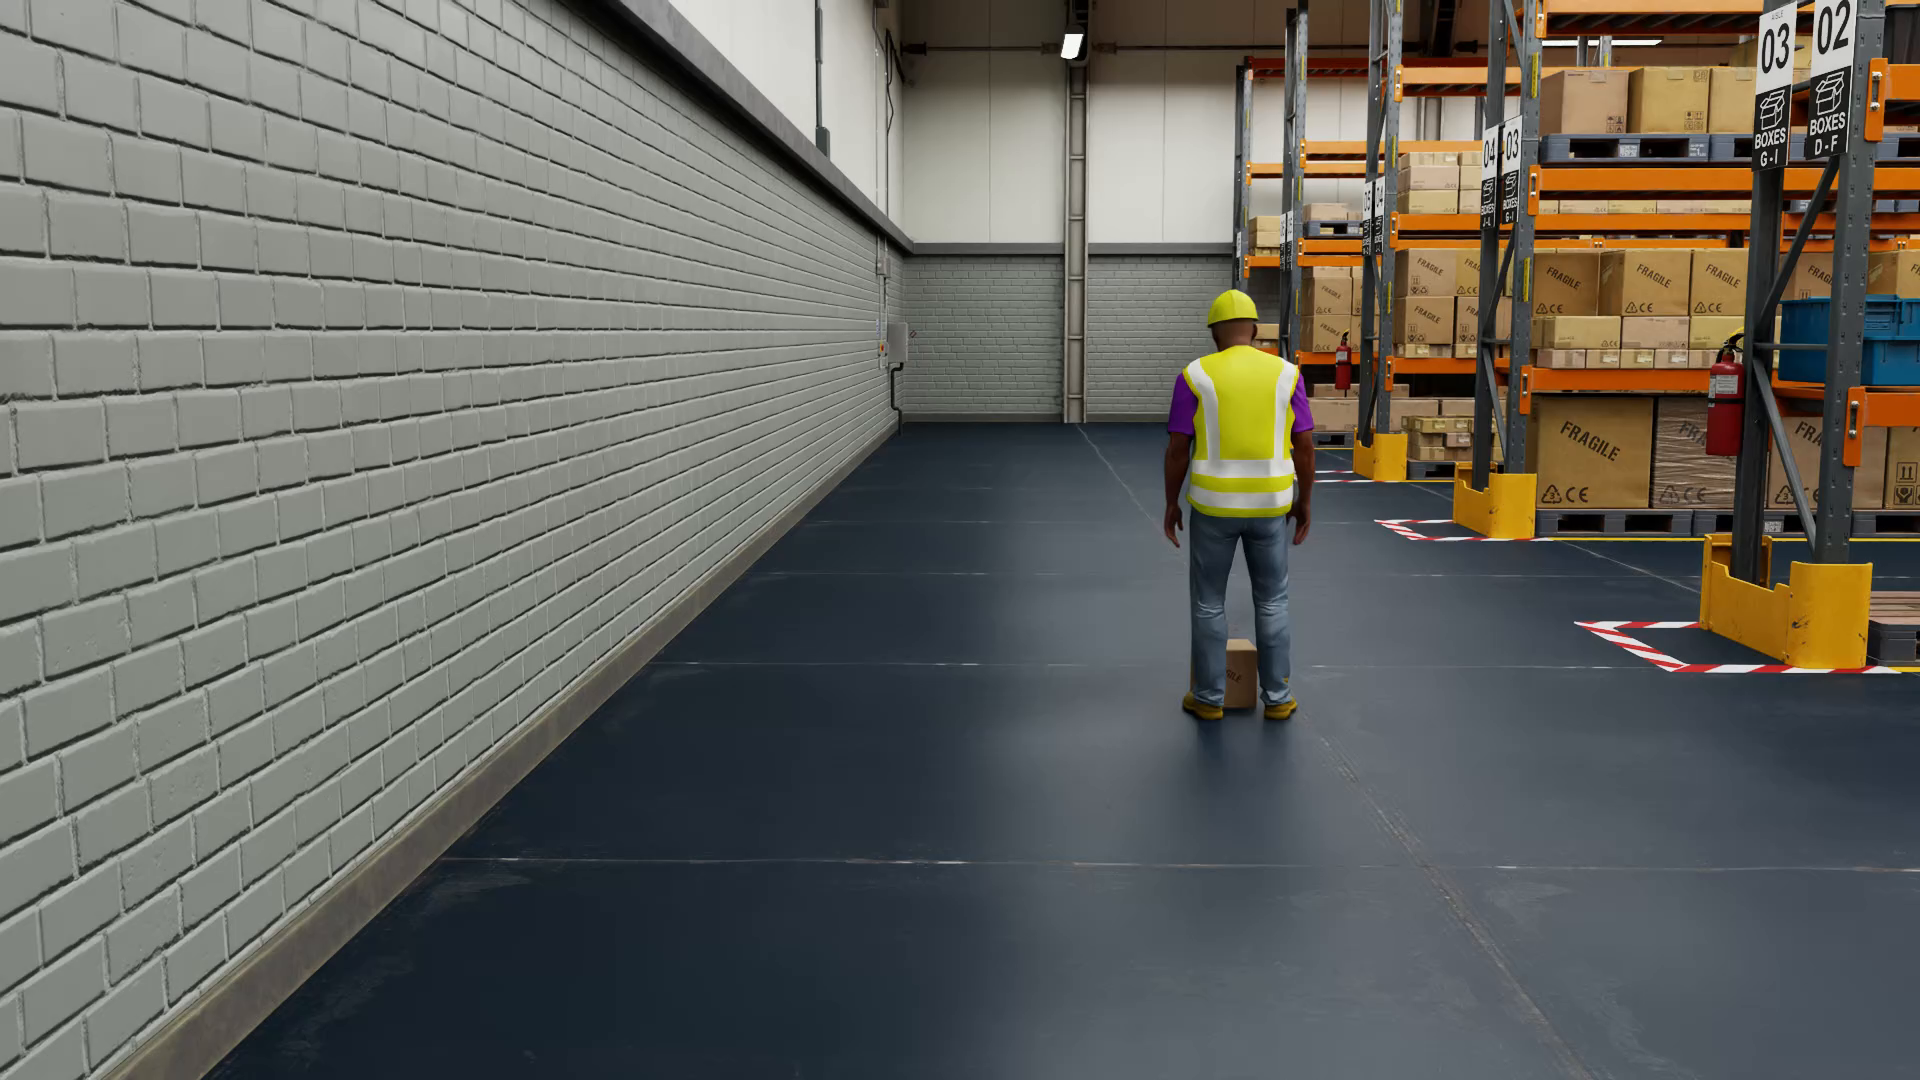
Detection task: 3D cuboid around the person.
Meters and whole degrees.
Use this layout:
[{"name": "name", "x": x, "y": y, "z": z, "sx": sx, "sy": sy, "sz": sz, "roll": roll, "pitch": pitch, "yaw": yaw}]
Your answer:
[{"name": "person", "x": 1.142, "y": -0.145, "z": 6.849, "sx": 0.621, "sy": 1.759, "sz": 0.461, "roll": 0, "pitch": 7, "yaw": -1}]
